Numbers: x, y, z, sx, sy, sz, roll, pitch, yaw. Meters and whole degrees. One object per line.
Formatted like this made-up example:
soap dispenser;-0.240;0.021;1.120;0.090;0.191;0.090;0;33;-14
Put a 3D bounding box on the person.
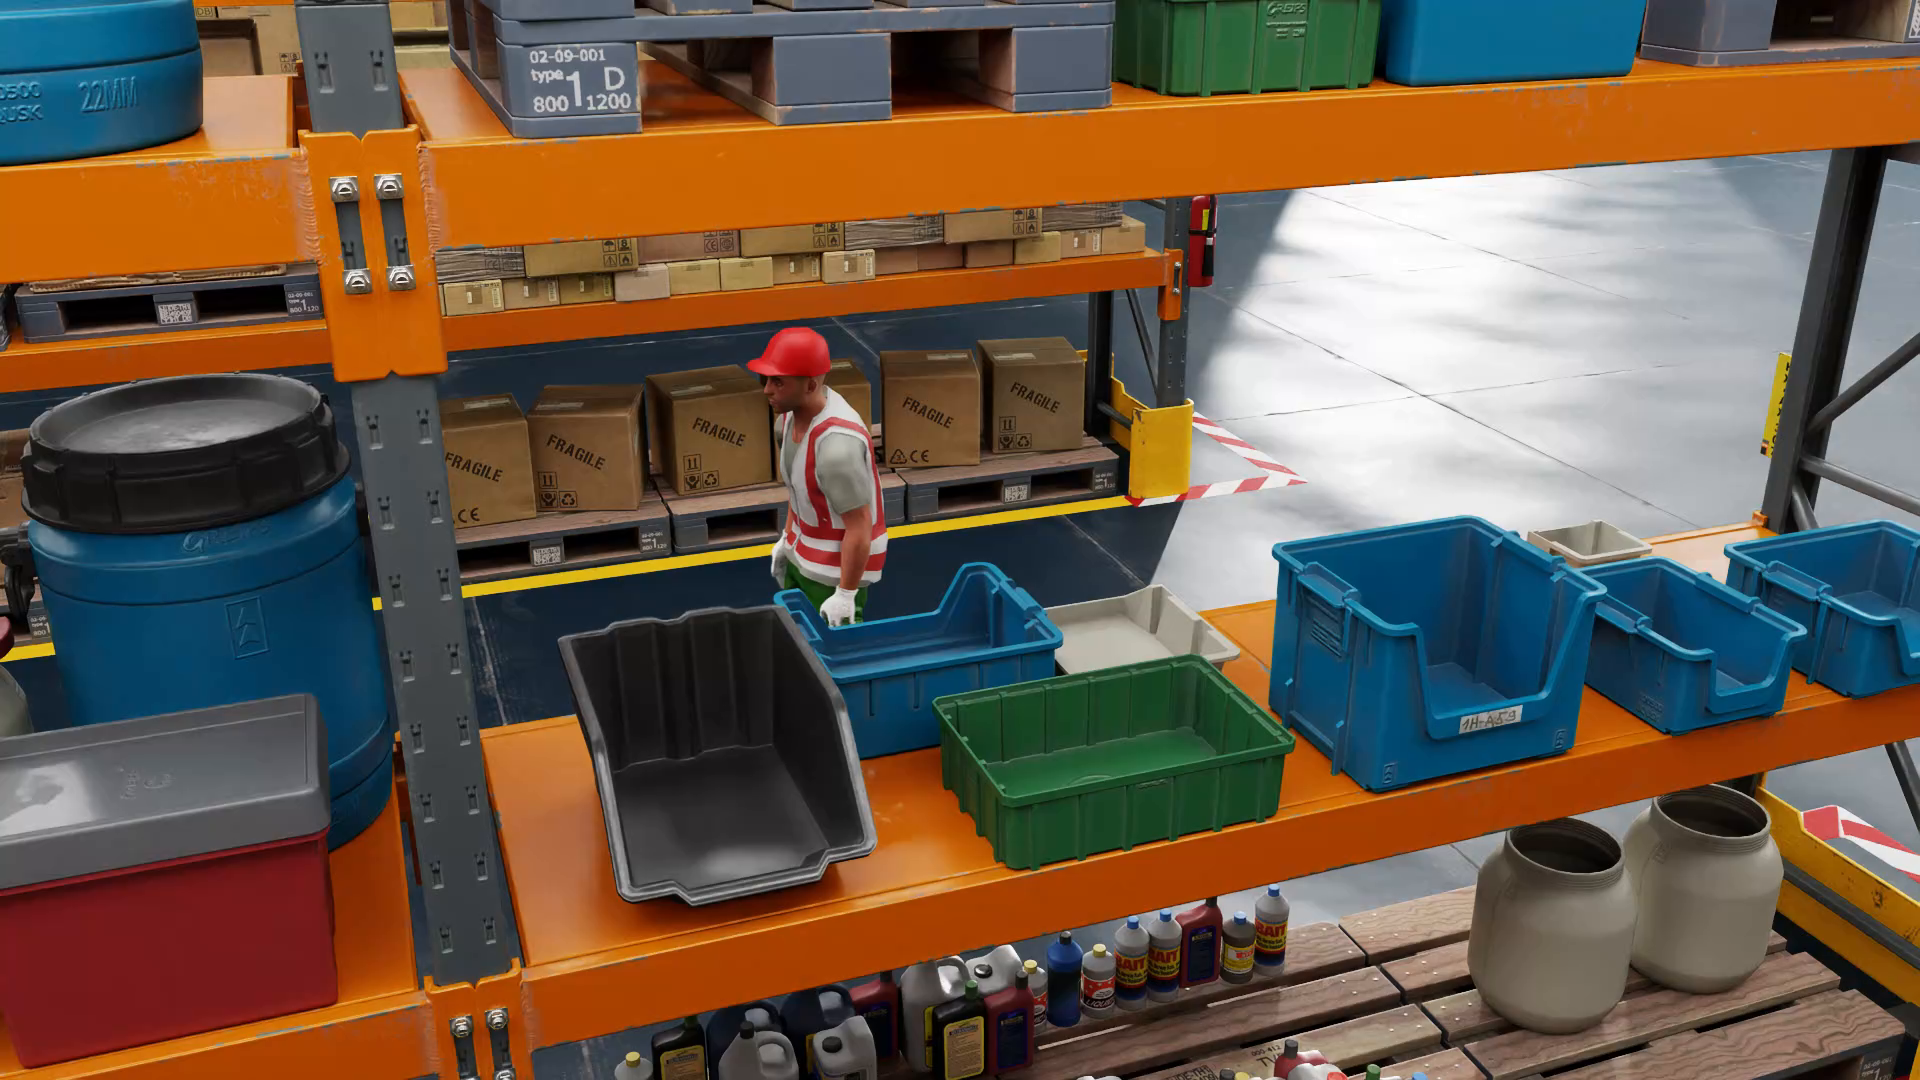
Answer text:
person;-0.494;0.115;5.791;0.448;1.780;0.620;-10;24;-22
